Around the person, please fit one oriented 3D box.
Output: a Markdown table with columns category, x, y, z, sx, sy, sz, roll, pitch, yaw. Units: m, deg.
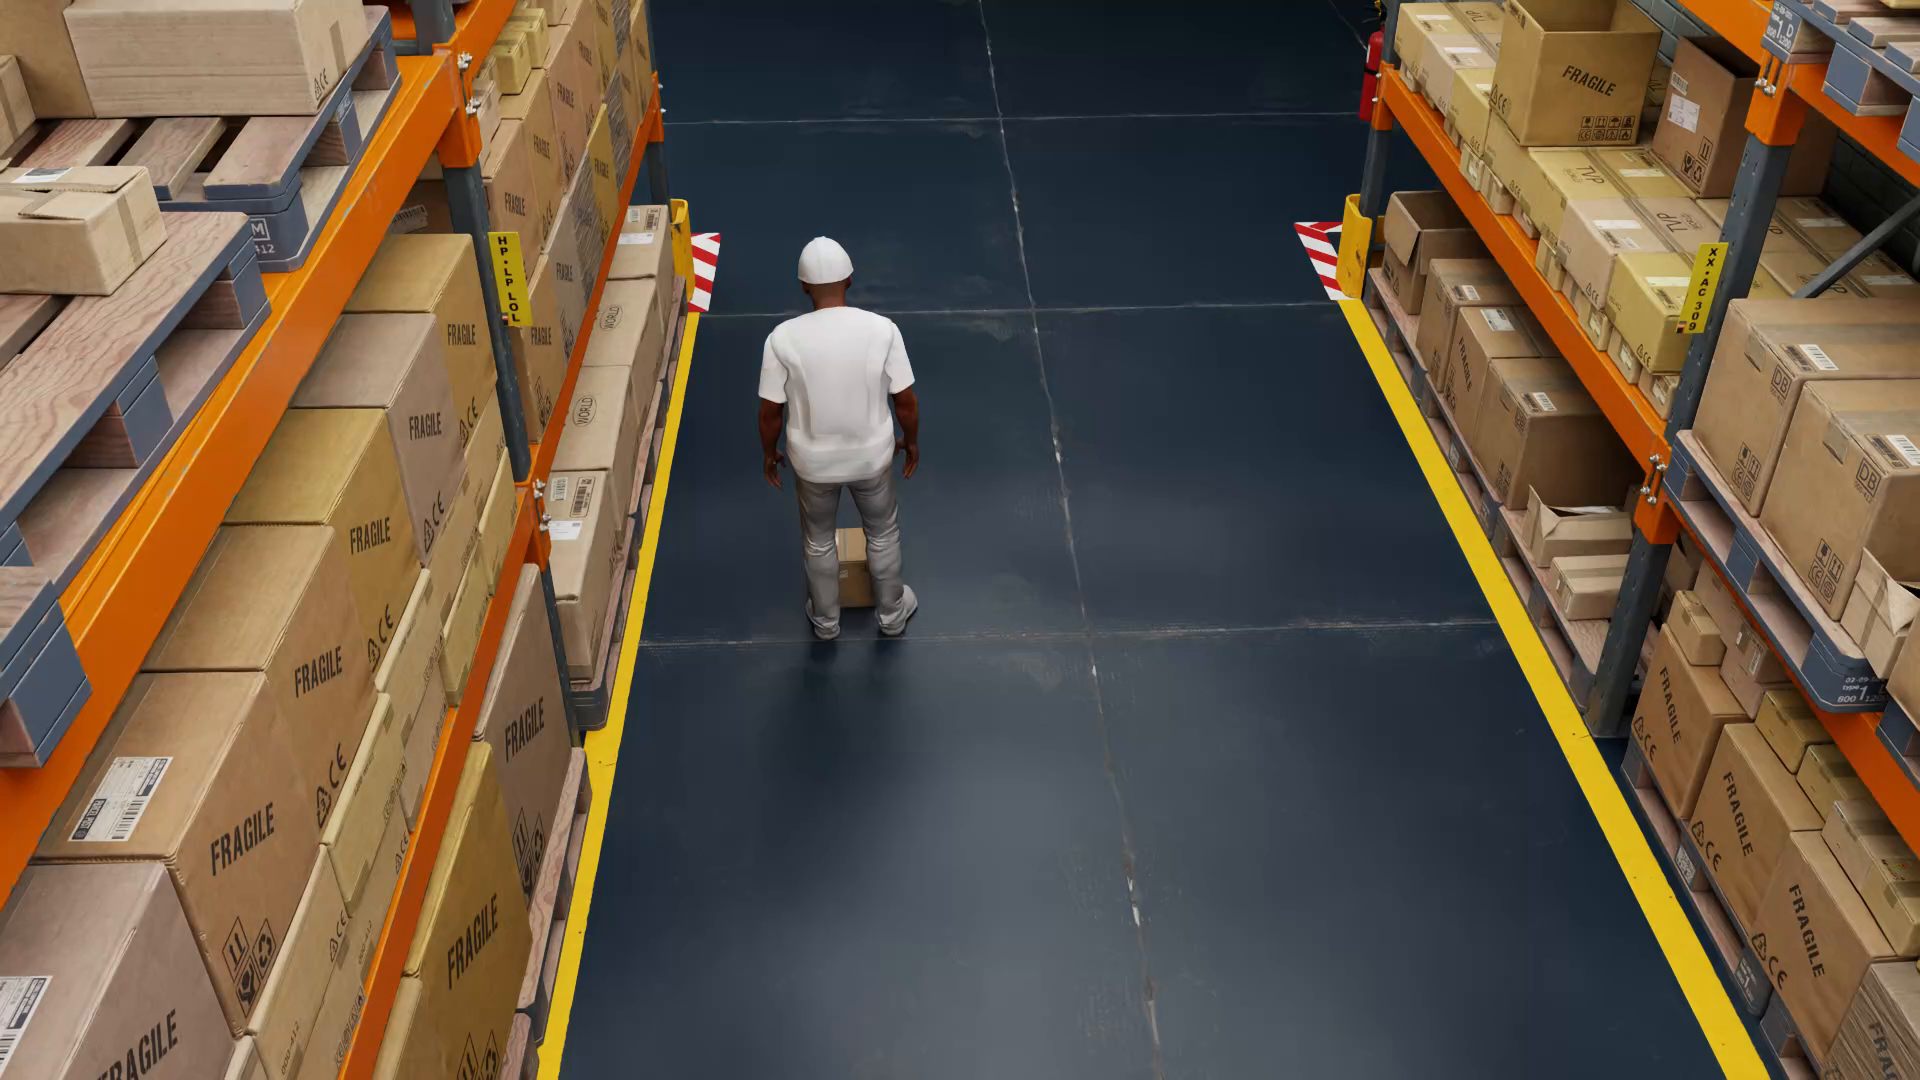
| category | x | y | z | sx | sy | sz | roll | pitch | yaw |
| --- | --- | --- | --- | --- | --- | --- | --- | --- | --- |
| person | -0.477 | -0.366 | 6.653 | 0.634 | 1.759 | 0.461 | -4 | 35 | -5 |
